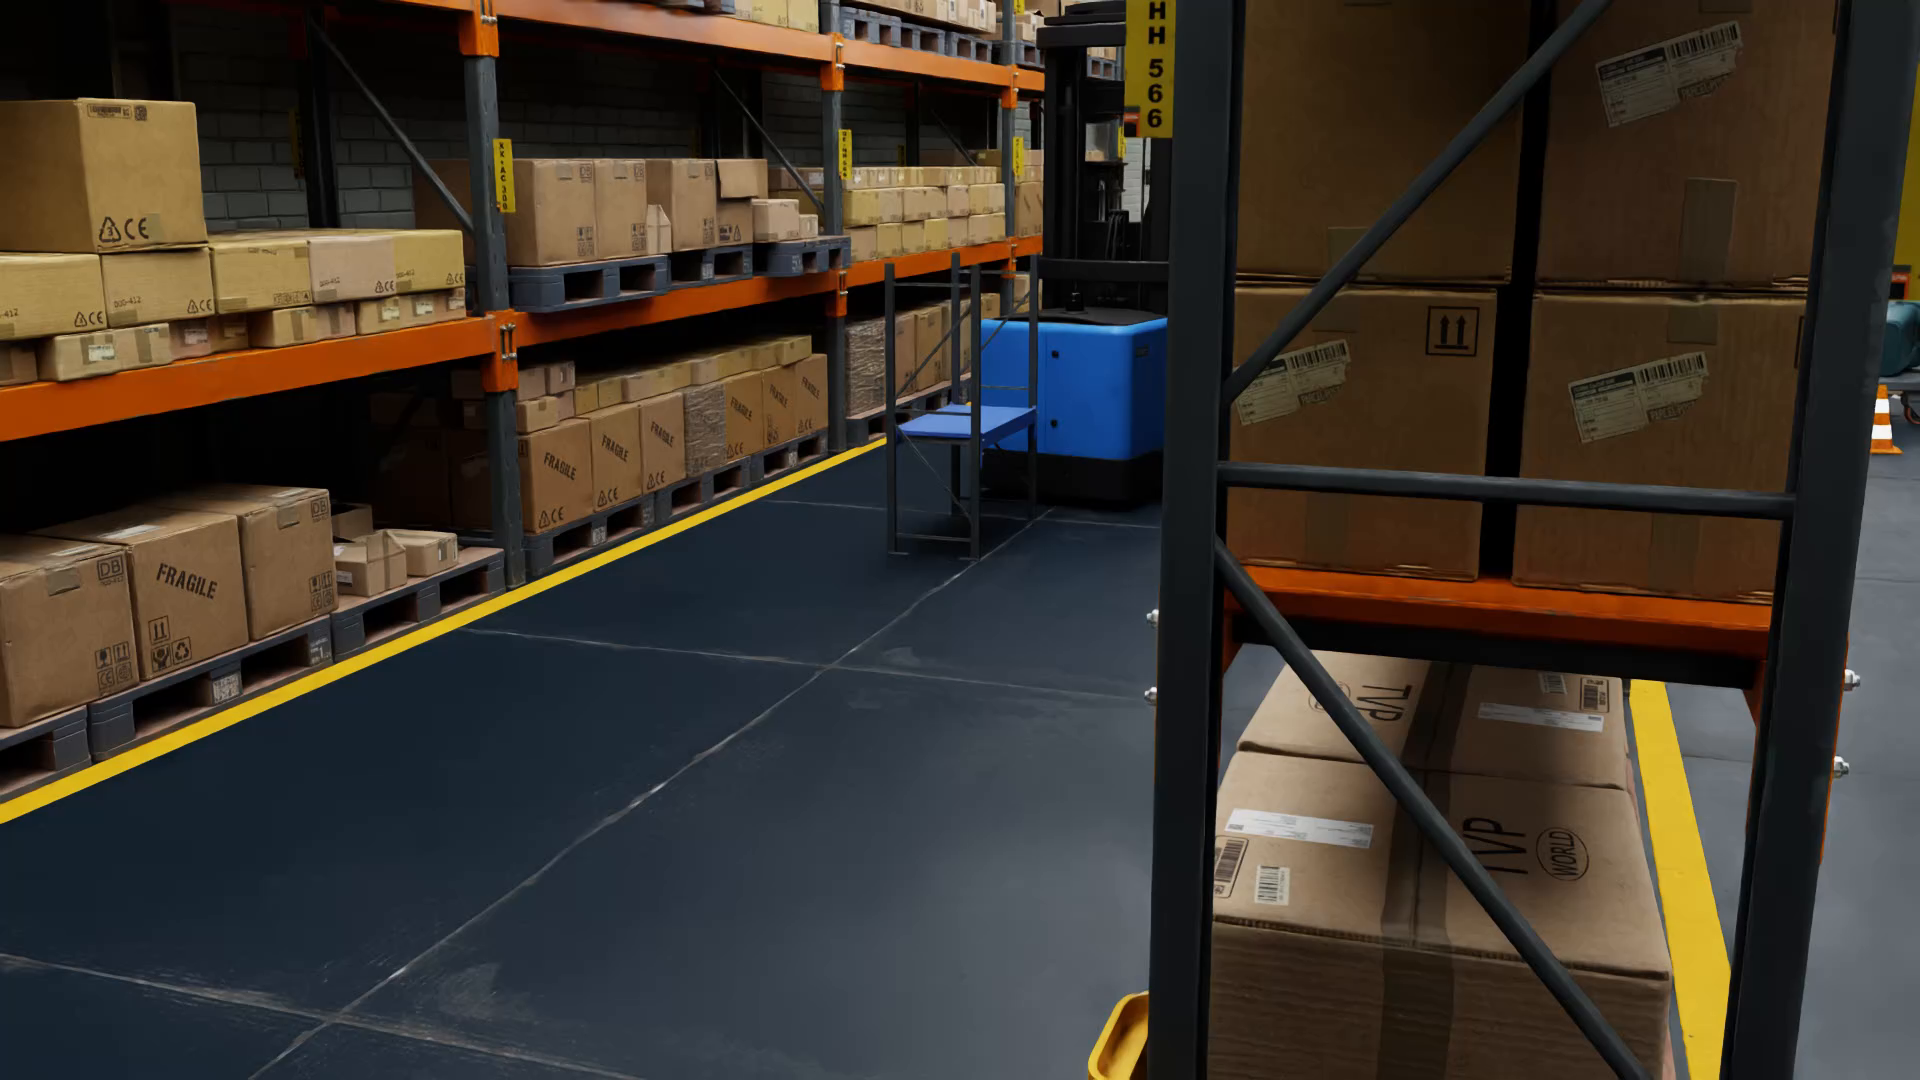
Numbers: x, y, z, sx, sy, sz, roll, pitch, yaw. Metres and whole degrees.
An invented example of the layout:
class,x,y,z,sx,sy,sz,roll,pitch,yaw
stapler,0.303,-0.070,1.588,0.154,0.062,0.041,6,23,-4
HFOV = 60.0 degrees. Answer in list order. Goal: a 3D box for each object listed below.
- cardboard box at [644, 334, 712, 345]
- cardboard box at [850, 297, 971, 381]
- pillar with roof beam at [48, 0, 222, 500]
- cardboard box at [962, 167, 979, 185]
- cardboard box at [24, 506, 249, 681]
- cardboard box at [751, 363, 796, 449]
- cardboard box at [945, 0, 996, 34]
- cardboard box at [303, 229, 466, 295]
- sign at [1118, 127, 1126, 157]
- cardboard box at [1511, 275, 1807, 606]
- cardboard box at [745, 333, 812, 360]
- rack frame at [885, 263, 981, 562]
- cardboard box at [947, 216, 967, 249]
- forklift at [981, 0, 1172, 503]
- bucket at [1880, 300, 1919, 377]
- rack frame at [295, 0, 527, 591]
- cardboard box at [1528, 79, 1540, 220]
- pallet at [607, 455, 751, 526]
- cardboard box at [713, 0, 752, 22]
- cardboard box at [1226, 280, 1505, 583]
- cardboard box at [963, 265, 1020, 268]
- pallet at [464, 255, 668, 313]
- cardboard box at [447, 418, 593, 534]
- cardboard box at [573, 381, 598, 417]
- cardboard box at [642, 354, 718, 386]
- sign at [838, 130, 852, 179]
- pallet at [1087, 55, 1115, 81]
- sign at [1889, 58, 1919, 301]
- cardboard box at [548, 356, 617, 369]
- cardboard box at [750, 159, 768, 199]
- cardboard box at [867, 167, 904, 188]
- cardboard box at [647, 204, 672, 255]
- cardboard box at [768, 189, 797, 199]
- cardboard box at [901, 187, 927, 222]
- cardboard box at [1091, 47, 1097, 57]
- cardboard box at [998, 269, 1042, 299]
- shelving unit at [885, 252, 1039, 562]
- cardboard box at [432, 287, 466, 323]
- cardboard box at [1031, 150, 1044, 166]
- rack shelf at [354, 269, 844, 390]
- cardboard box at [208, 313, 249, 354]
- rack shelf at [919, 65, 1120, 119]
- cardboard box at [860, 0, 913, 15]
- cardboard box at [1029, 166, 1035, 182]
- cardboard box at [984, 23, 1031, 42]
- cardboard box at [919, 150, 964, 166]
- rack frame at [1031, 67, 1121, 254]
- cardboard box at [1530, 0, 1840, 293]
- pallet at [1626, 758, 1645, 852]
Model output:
class,x,y,z,sx,sy,sz,roll,pitch,yaw
cardboard box,-1.868,-1.272,11.037,0.380,0.149,0.250,5,14,20
cardboard box,-0.416,-1.727,14.206,0.875,0.625,0.625,4,14,18
pillar with roof beam,0.408,-3.802,5.424,9.100,9.000,0.400,4,14,18
cardboard box,-0.055,-3.062,13.981,0.380,0.149,0.250,4,13,17
cardboard box,-3.015,0.184,6.115,0.500,0.500,0.500,5,14,19
cardboard box,-1.399,-0.888,10.812,0.500,0.500,0.500,4,13,18
cardboard box,-0.003,-4.456,14.061,0.500,0.311,0.500,4,13,17
cardboard box,-2.522,-1.216,7.244,0.500,0.250,0.500,5,14,20
sign,1.804,-4.434,18.538,0.100,0.325,0.005,4,14,18
cardboard box,1.243,-0.199,2.896,0.500,0.500,0.500,4,14,18
cardboard box,-1.214,-1.291,11.121,0.380,0.149,0.250,4,13,16
rack frame,-0.137,-0.642,8.431,0.500,1.500,0.032,4,14,18
cardboard box,-0.262,-2.547,13.742,0.500,0.250,0.500,4,14,19
forklift,1.217,-1.931,10.860,1.130,2.935,3.031,7,15,28
bucket,7.278,-1.602,13.204,0.726,0.611,0.620,10,26,38
rack frame,-2.588,-1.269,7.807,1.000,3.000,0.127,4,14,18
cardboard box,1.727,-1.366,5.760,0.500,0.500,0.500,4,14,19
pallet,-1.967,-0.341,10.009,1.003,0.211,1.213,4,14,18
cardboard box,-1.553,-3.164,9.704,0.500,0.250,0.500,4,14,18
cardboard box,0.722,-0.240,3.072,0.500,0.500,0.500,4,14,19
cardboard box,0.303,-2.636,16.785,0.500,0.250,0.500,4,14,19
pallet,-2.226,-1.336,8.531,1.003,0.211,1.213,4,14,18
cardboard box,-2.218,-0.341,8.414,0.500,0.500,0.500,5,14,21
cardboard box,-2.131,-0.746,8.734,0.380,0.149,0.250,4,13,15
cardboard box,-1.669,-1.014,9.906,0.380,0.149,0.250,4,13,16
sign,-0.777,-2.600,11.215,0.100,0.325,0.005,4,14,18
pallet,1.042,-5.068,17.909,1.003,0.211,1.213,4,14,18
sign,1.339,-0.490,2.269,0.100,0.325,0.005,4,14,18
cardboard box,-2.252,-0.996,9.828,0.380,0.149,0.250,4,13,16
cardboard box,-1.608,-2.268,11.014,0.500,0.500,0.500,5,14,21
cardboard box,-0.642,-2.745,12.593,0.380,0.149,0.250,5,14,19
cardboard box,-1.775,-1.673,8.936,0.396,0.266,0.258,5,14,21
cardboard box,-1.411,-2.396,11.960,0.500,0.250,0.500,5,14,20
cardboard box,-0.569,-2.572,12.729,0.500,0.250,0.500,4,13,17
cardboard box,1.232,-5.196,17.406,0.396,0.266,0.258,4,14,19
cardboard box,0.629,-2.491,16.151,0.500,0.250,0.500,4,14,18
shelving unit,0.028,-0.749,8.900,0.538,1.500,1.048,4,14,18
cardboard box,-2.452,-1.061,7.461,0.380,0.149,0.250,5,14,19
cardboard box,0.638,-3.672,15.984,0.380,0.149,0.250,5,14,20
rack shelf,-1.941,-1.339,9.732,1.077,0.370,4.000,4,14,18
cardboard box,-2.933,-0.793,6.286,0.380,0.149,0.250,5,14,19
rack shelf,0.648,-4.486,16.778,1.077,0.370,4.000,4,14,18
cardboard box,-0.760,-4.124,12.183,0.700,0.500,0.500,4,13,17
cardboard box,0.493,-3.478,15.803,0.380,0.149,0.250,4,14,18
cardboard box,0.433,-4.619,15.141,0.380,0.149,0.250,5,14,20
cardboard box,-0.182,-3.552,15.460,0.380,0.149,0.250,4,14,19
rack frame,1.295,-3.796,18.877,1.000,3.000,0.127,4,14,18
cardboard box,1.241,-0.687,2.785,0.500,0.500,0.500,4,13,17
pallet,1.397,0.859,4.749,1.003,0.211,1.213,4,14,18
